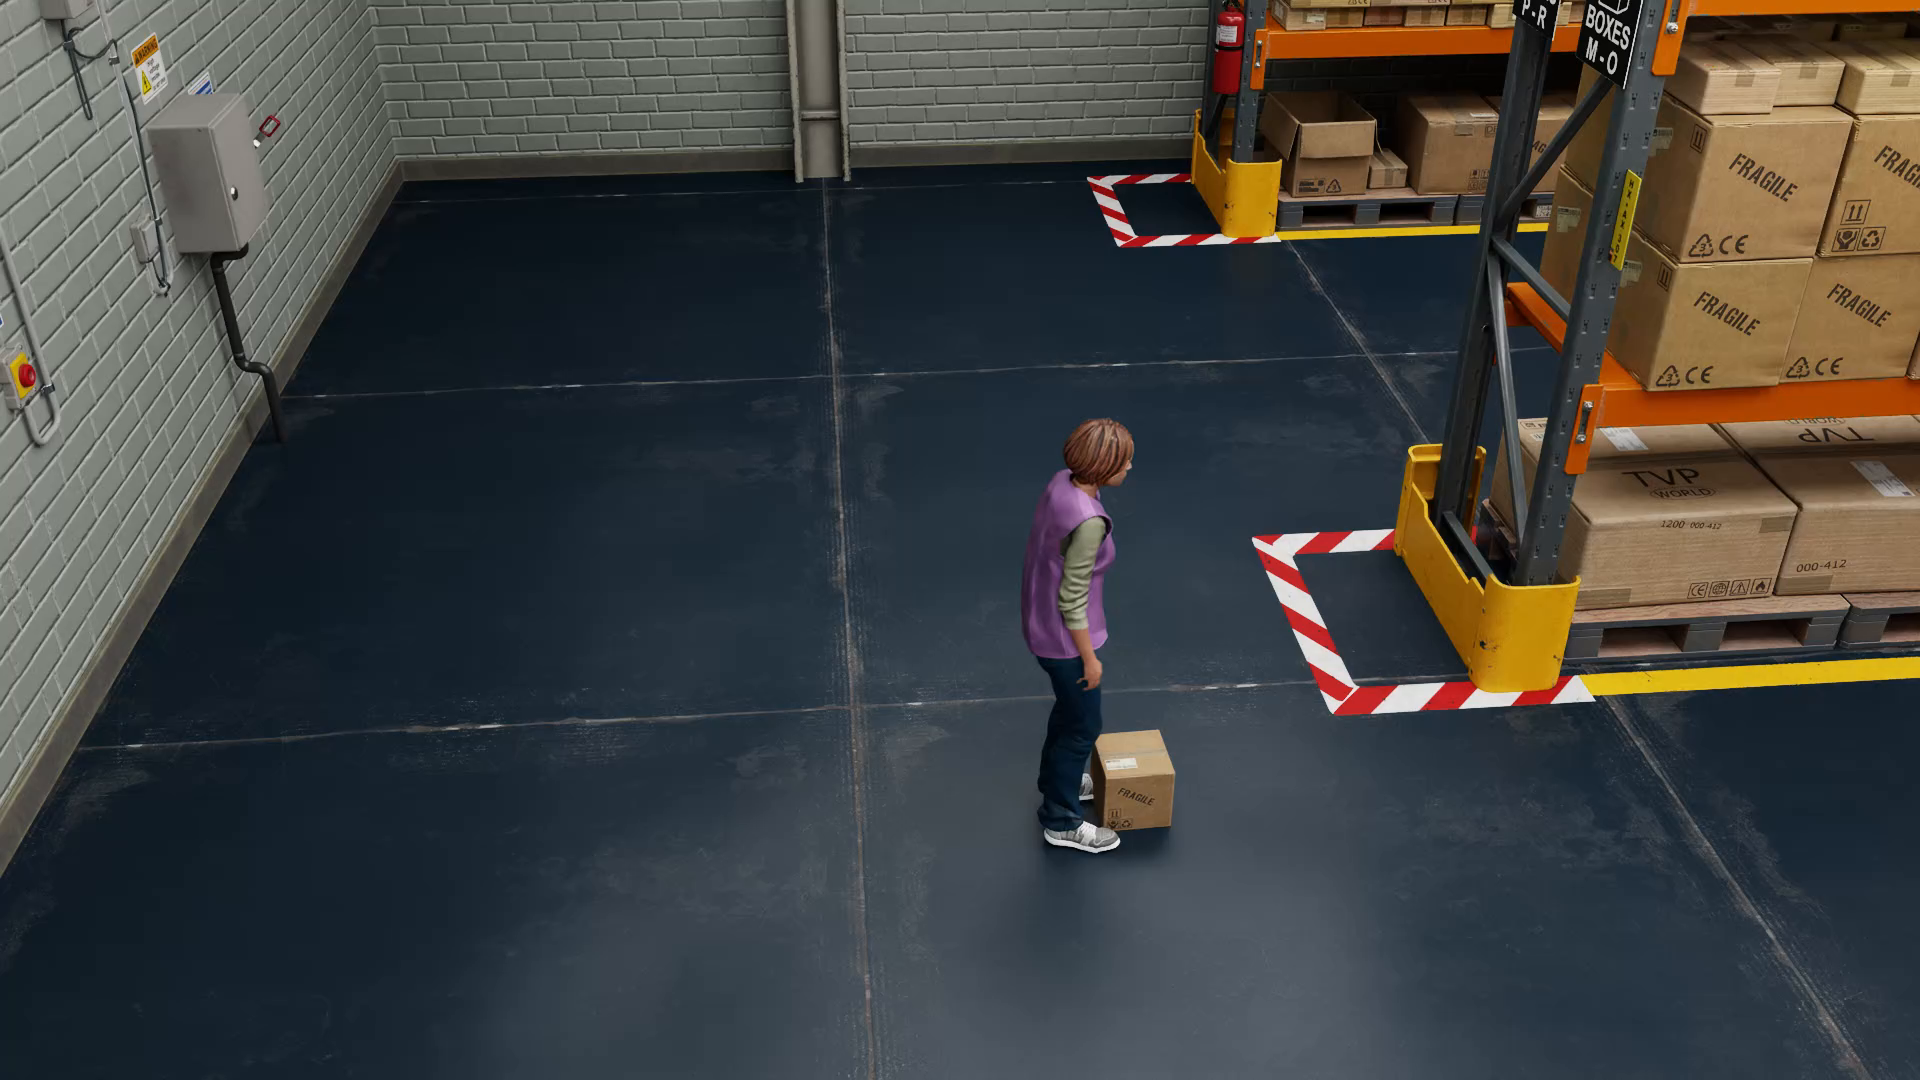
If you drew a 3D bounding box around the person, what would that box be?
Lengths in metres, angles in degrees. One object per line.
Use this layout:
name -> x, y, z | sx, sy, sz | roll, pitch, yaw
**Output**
person -> 0.394, 0.314, 5.633 | 0.367, 1.592, 0.460 | -3, 32, -4
